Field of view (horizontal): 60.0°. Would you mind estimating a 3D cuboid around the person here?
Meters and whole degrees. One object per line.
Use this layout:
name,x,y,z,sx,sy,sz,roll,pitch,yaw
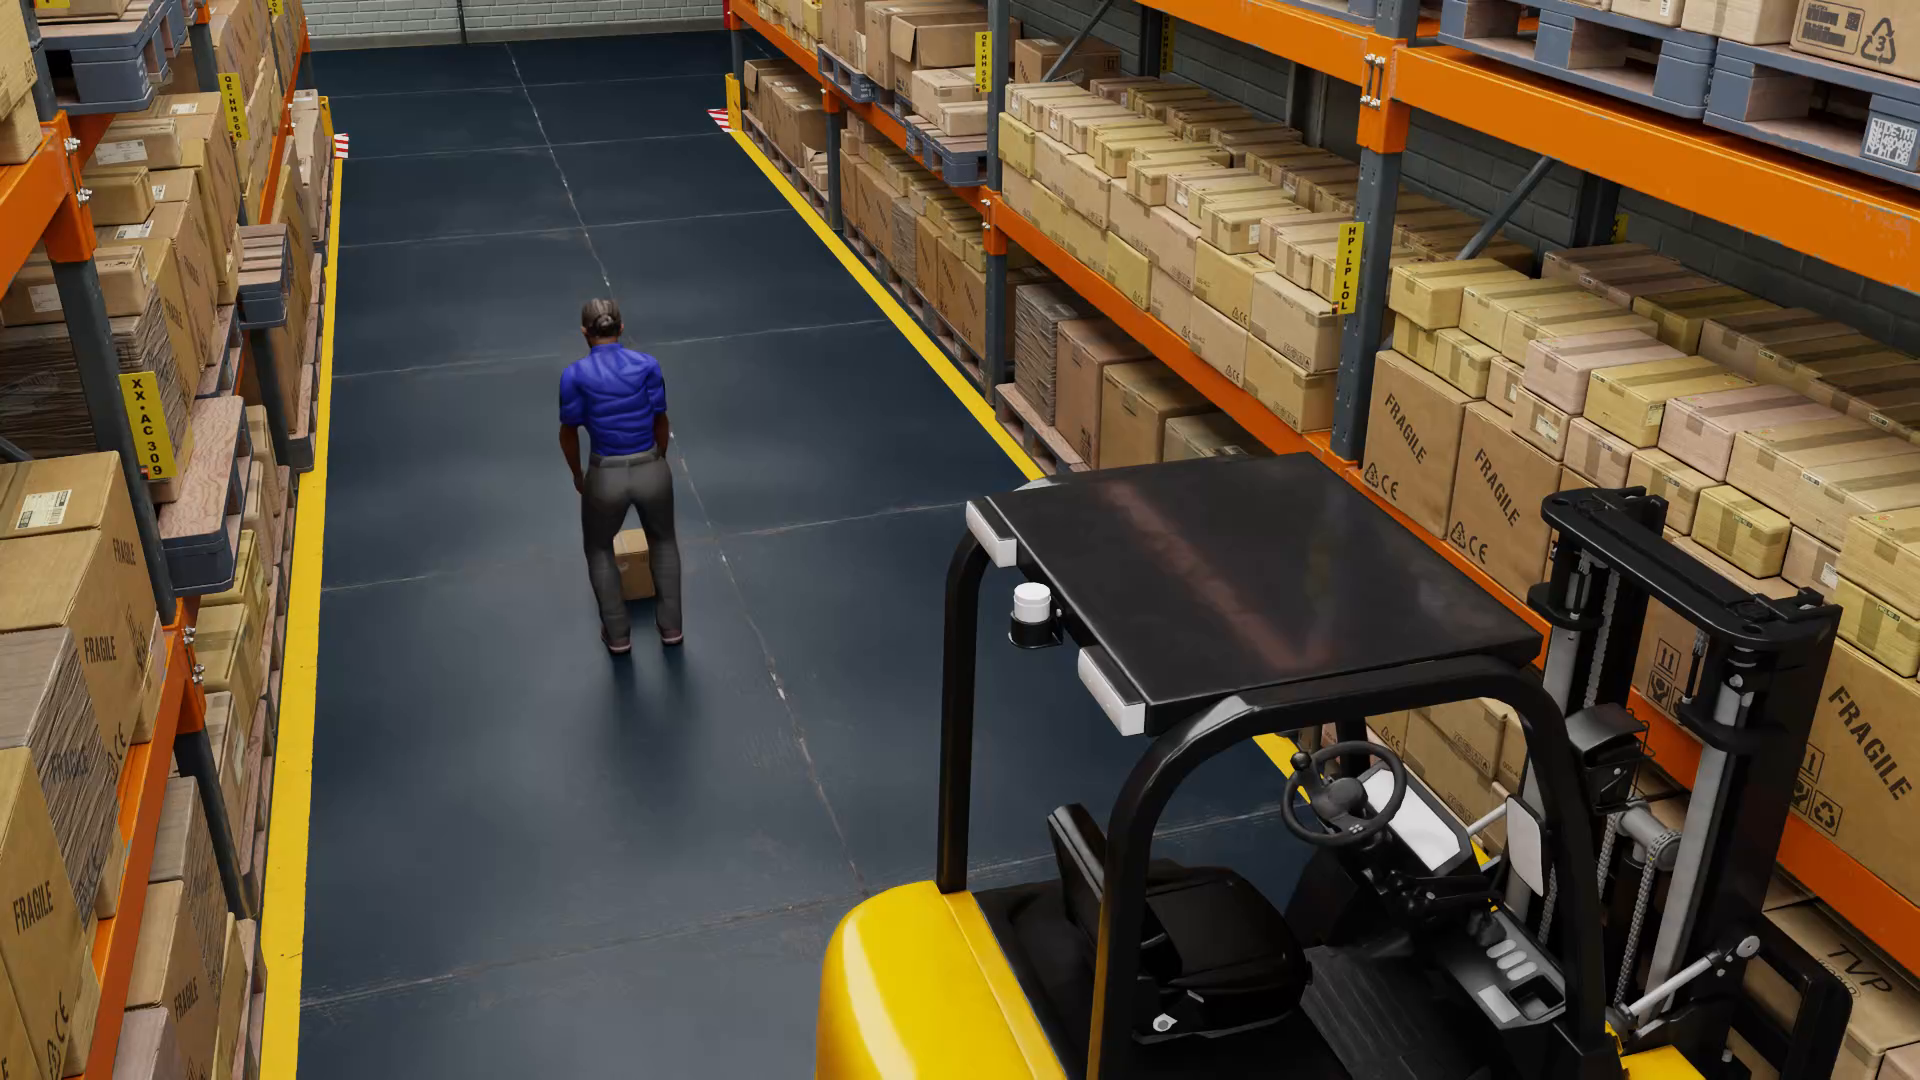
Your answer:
person,-1.483,-0.258,7.247,0.469,1.575,0.430,-8,27,-15
